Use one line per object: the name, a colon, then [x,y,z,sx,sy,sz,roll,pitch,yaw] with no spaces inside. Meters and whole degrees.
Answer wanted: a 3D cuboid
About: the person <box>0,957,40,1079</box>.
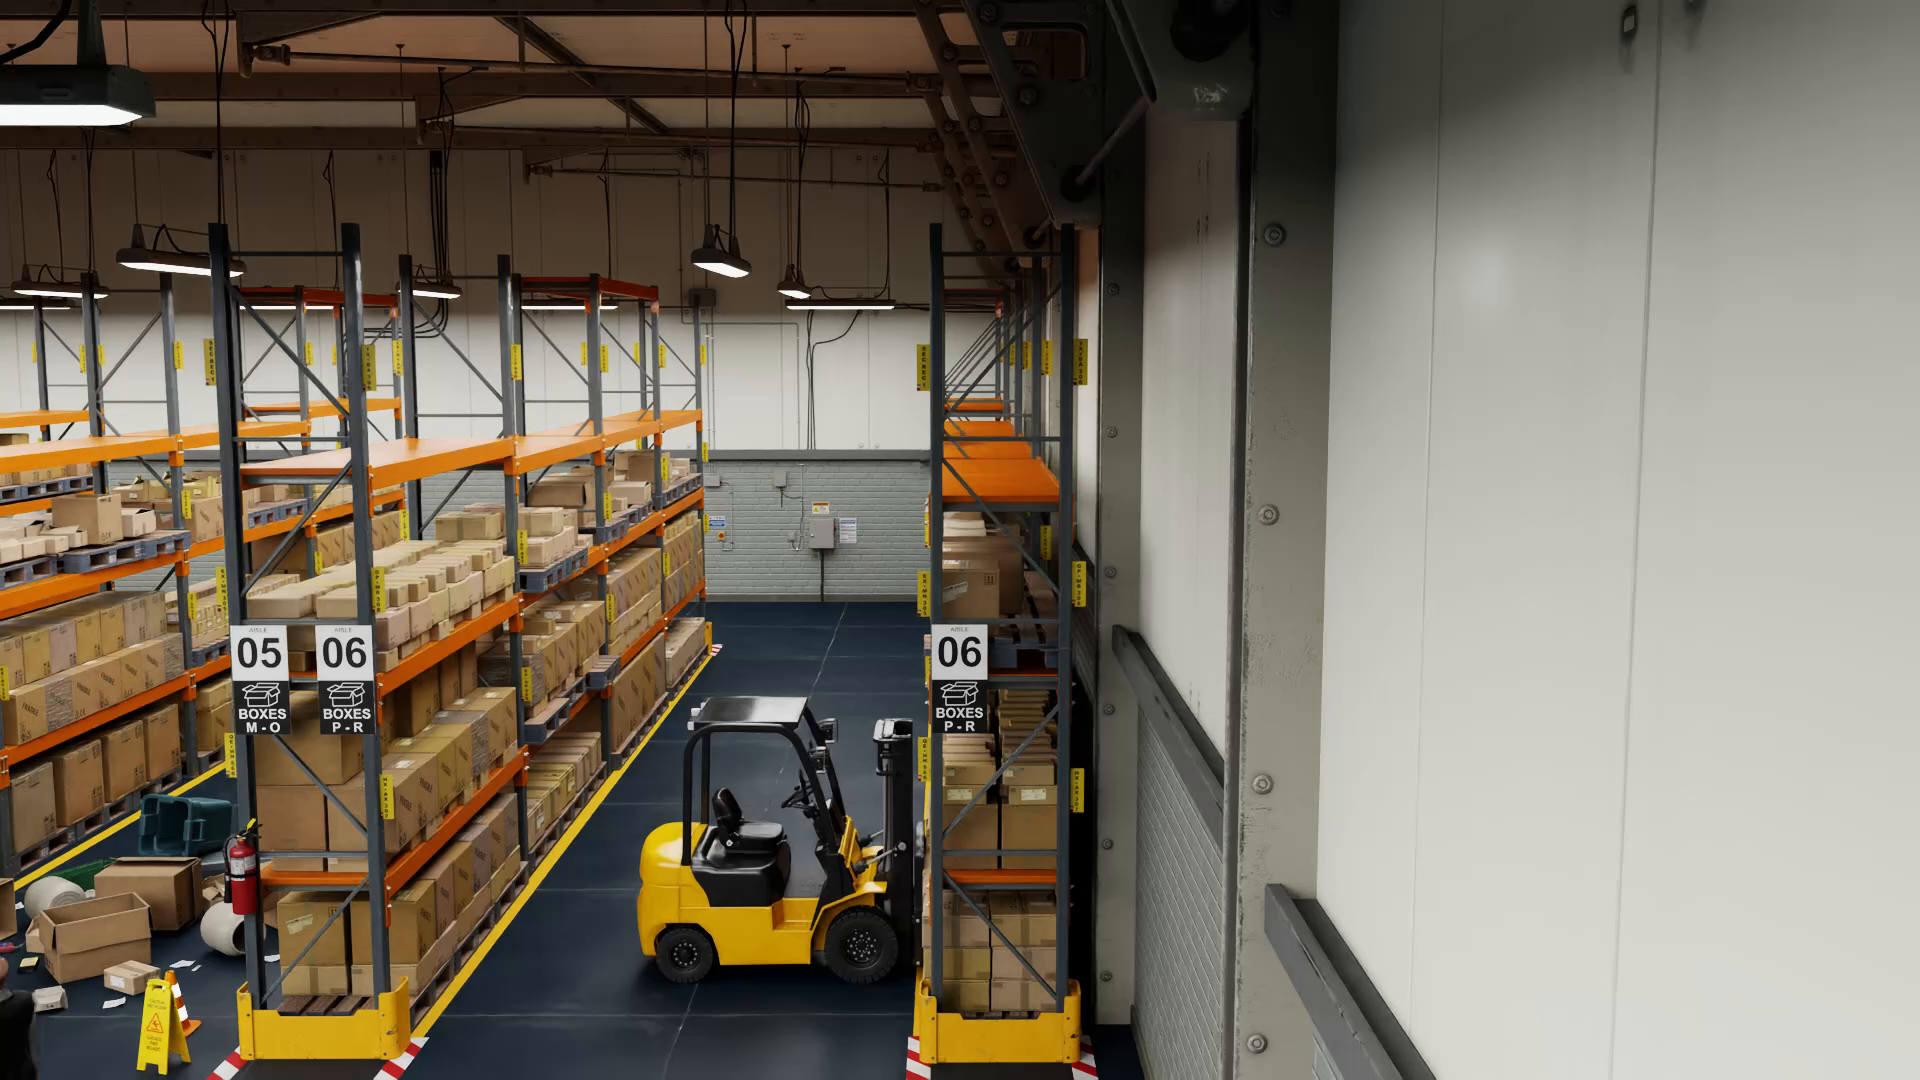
person: [-5.494,3.221,9.493,0.397,1.758,0.646,1,7,7]
